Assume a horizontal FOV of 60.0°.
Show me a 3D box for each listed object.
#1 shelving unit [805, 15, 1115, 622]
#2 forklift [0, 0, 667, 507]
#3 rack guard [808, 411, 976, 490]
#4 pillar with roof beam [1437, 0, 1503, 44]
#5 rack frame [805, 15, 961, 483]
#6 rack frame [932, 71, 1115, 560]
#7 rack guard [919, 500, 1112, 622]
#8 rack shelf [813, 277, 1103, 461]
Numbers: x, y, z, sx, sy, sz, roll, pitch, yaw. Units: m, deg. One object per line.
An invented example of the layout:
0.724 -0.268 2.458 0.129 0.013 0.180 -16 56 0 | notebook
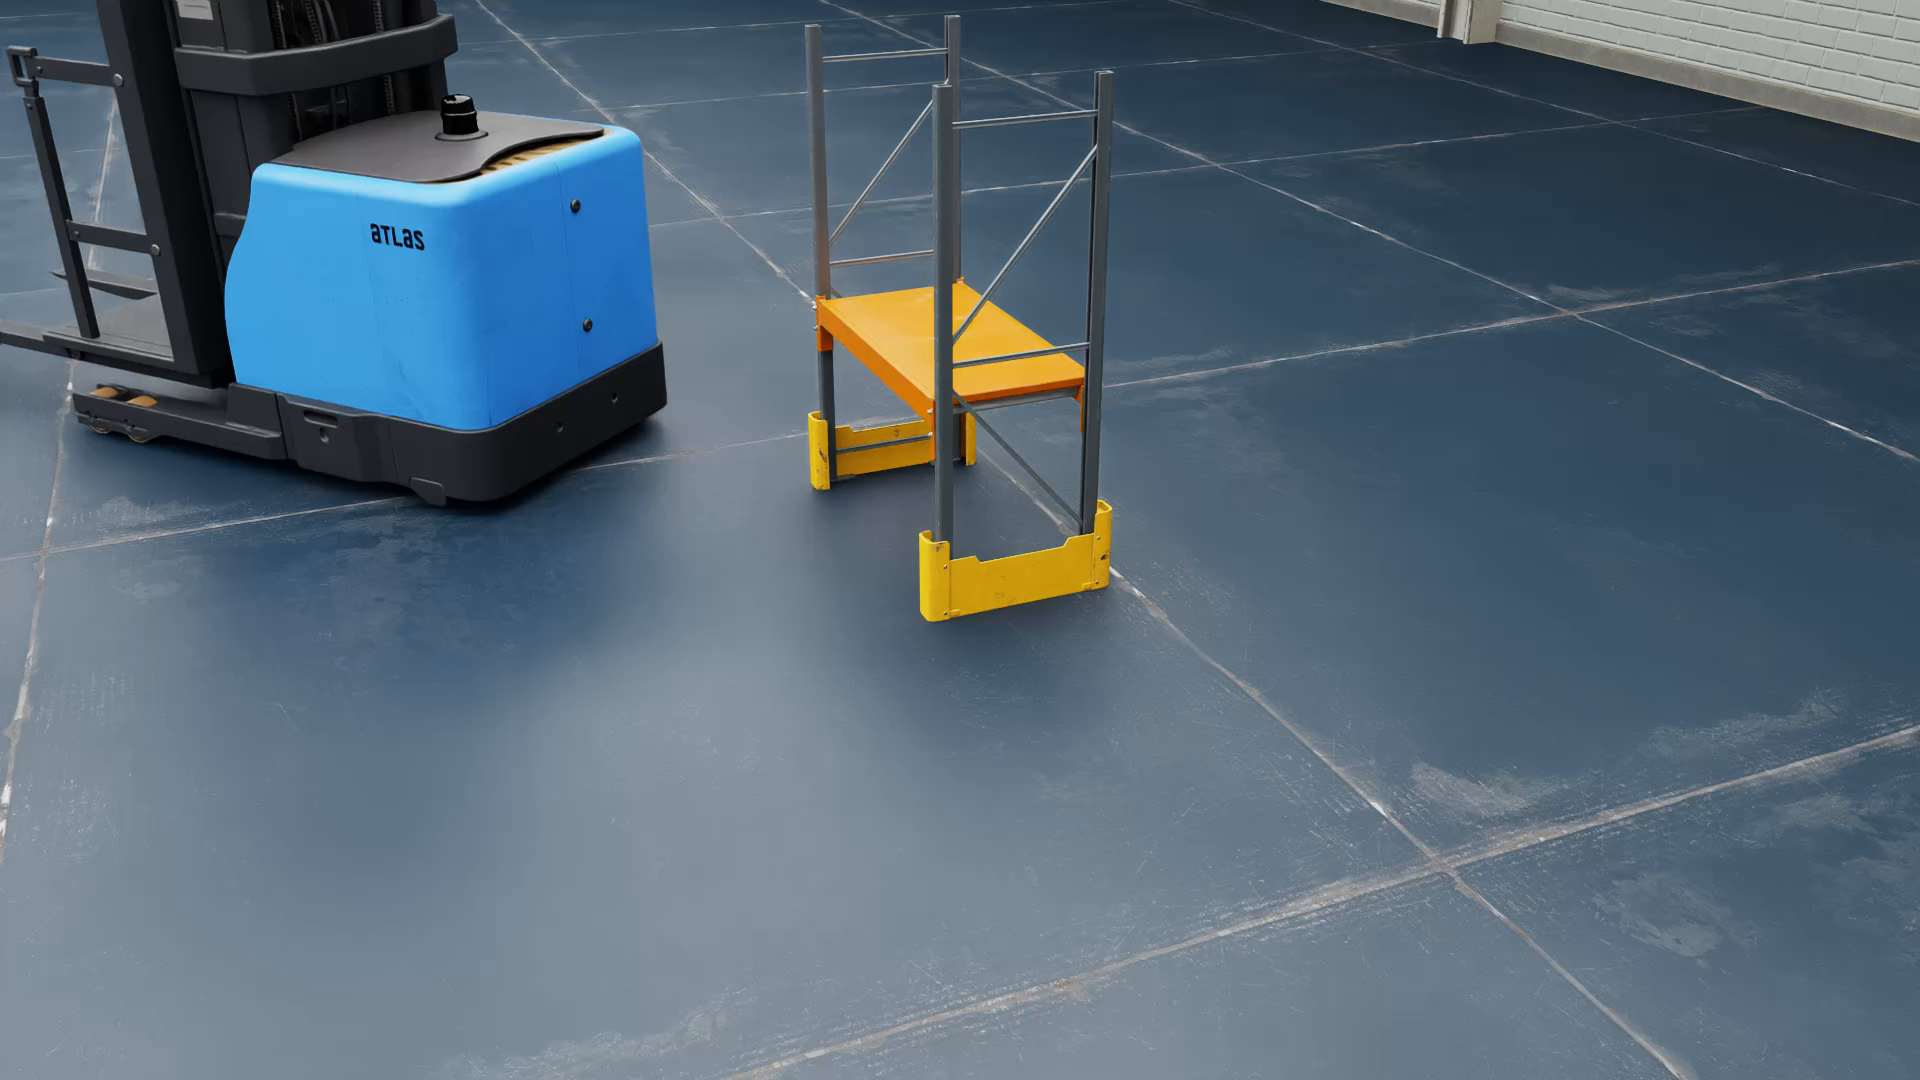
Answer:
-0.030 -0.705 4.984 0.587 1.500 1.083 -11 28 -21 | shelving unit
-2.631 -1.858 5.715 3.031 2.935 1.130 12 29 23 | forklift
-0.225 -0.344 5.670 0.587 0.250 0.087 -11 28 -21 | rack guard
0.217 -7.435 10.221 9.100 9.000 0.400 -11 28 -21 | pillar with roof beam
-0.232 -0.914 5.412 0.500 1.500 0.032 -11 28 -21 | rack frame
0.166 -0.503 4.571 0.500 1.500 0.032 -11 28 -21 | rack frame
0.165 0.058 4.846 0.587 0.250 0.087 -11 28 -21 | rack guard
-0.033 -0.547 5.070 0.538 0.185 1.000 -11 28 -21 | rack shelf
